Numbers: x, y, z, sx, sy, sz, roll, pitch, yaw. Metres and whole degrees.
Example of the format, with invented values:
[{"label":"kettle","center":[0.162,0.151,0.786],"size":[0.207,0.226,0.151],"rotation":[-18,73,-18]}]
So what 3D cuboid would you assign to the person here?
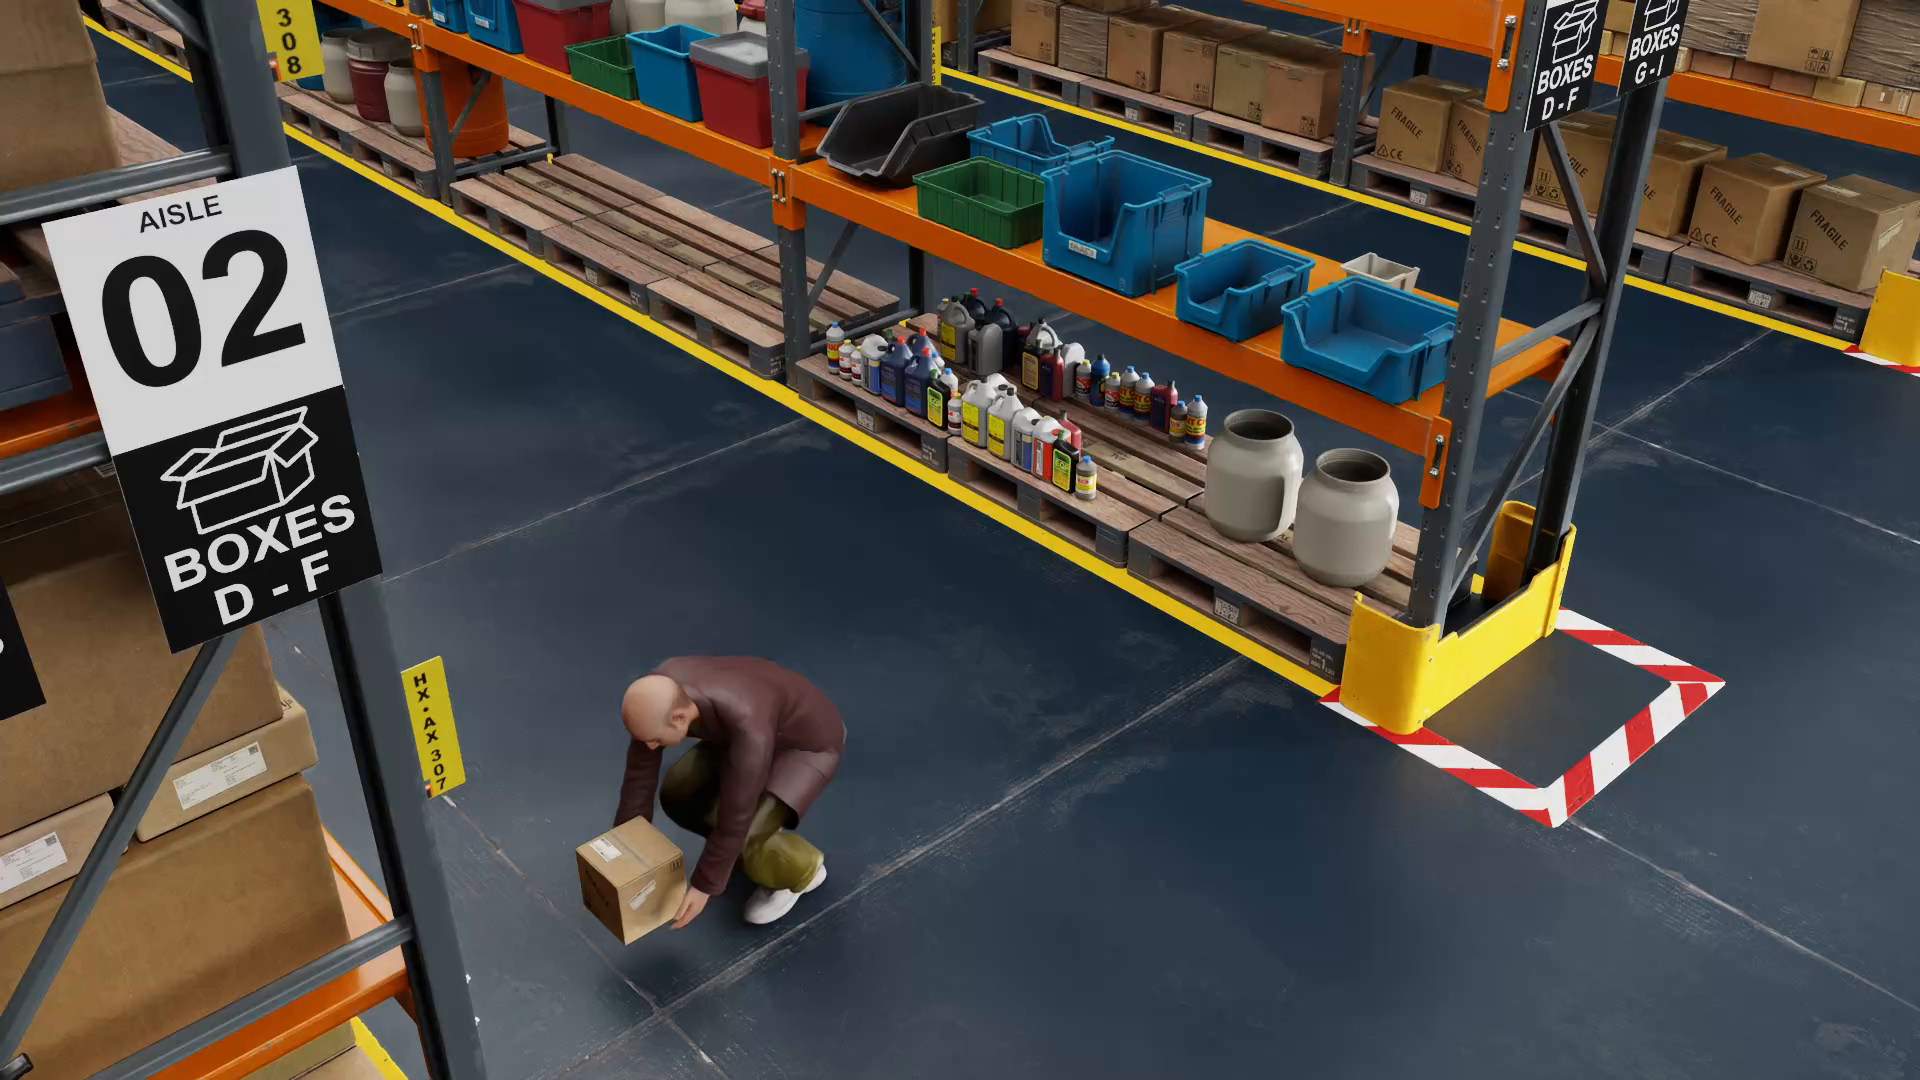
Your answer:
[{"label":"person","center":[-0.755,0.776,5.527],"size":[0.873,1.101,0.616],"rotation":[-26,40,-36]}]
